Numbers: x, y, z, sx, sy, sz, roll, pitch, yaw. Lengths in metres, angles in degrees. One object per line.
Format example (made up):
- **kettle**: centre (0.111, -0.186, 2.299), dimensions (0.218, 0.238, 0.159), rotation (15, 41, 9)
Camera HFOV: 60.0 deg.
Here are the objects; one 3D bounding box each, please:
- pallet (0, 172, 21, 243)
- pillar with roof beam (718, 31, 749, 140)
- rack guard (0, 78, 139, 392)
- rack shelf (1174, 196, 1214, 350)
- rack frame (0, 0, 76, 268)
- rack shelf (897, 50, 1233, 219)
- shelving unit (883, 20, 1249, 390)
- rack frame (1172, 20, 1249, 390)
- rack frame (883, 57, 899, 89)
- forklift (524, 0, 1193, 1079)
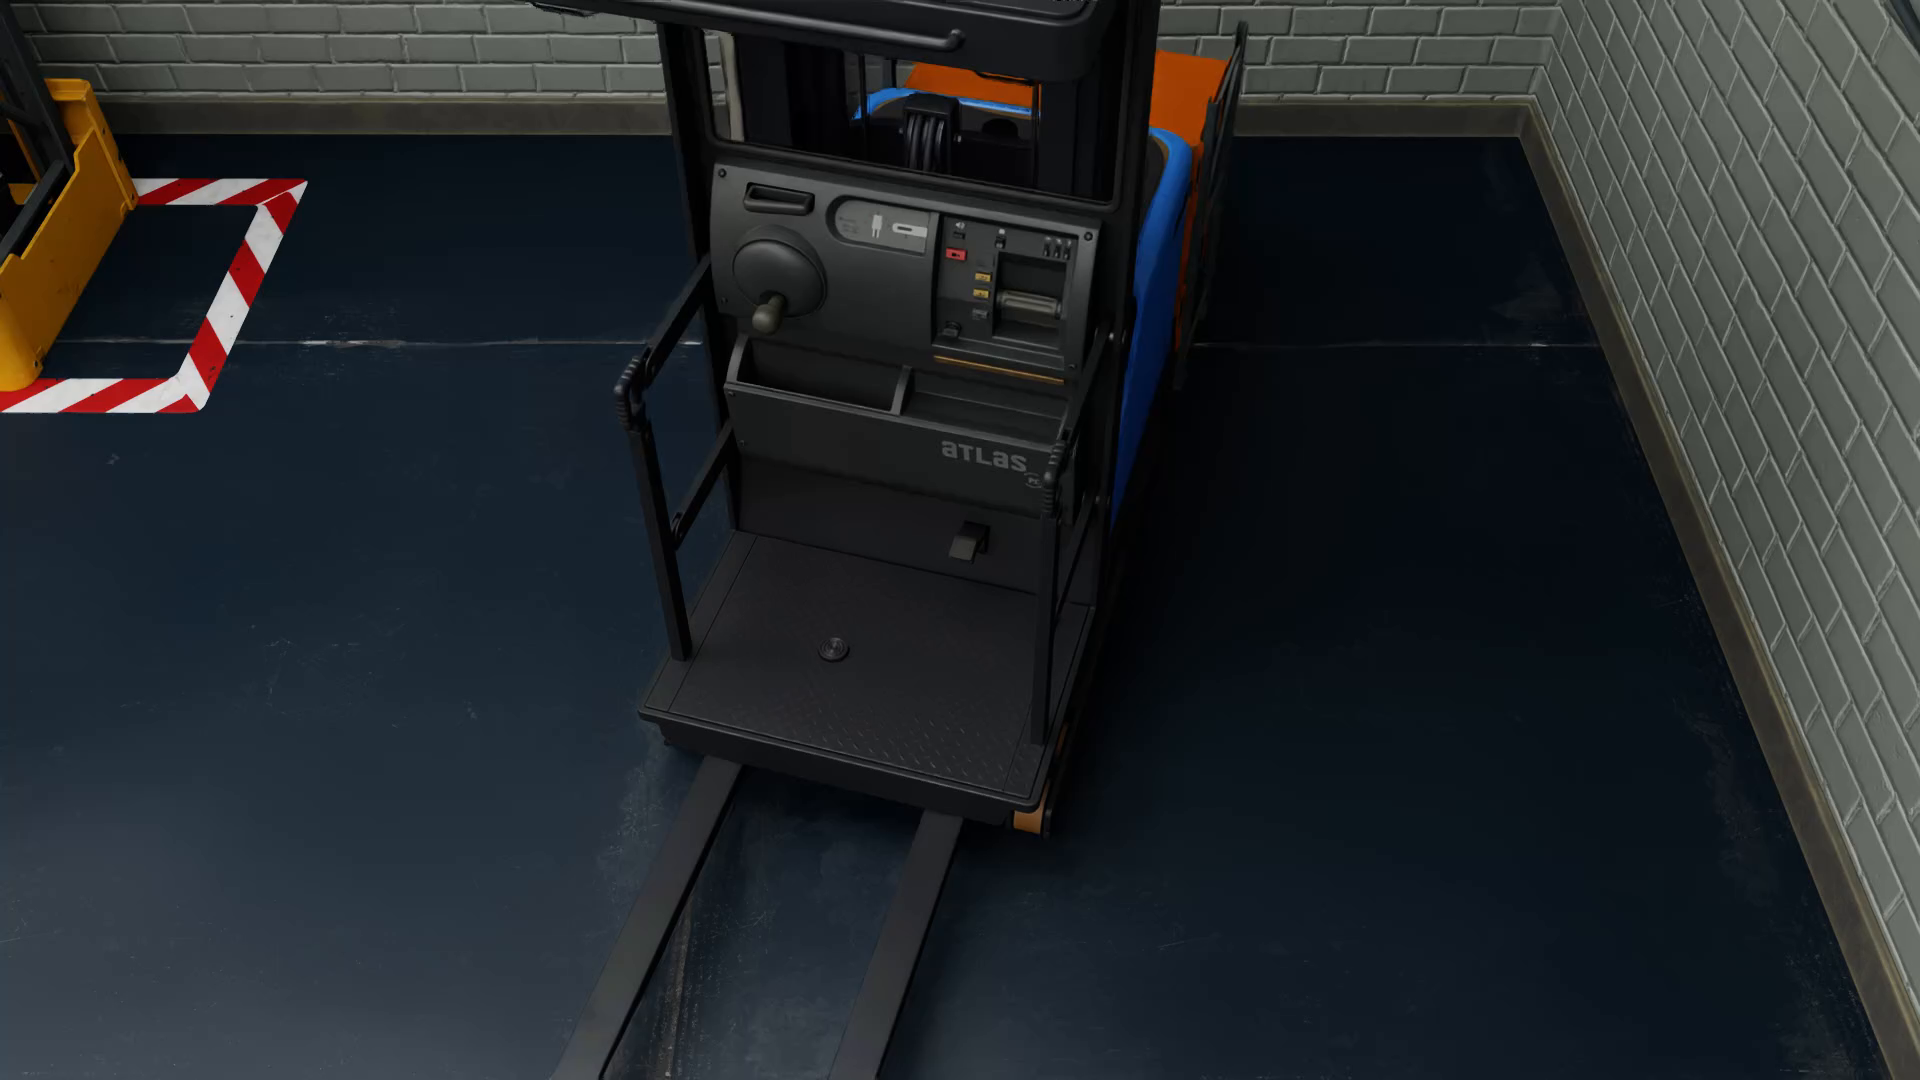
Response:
- **pallet**: centre (-4.198, -0.956, 5.996), dimensions (1.213, 0.211, 1.003), rotation (0, 47, 0)
- **pillar with roof beam**: centre (-0.711, -1.480, 0.480), dimensions (0.400, 9.000, 9.100), rotation (0, 47, 0)
- **rack guard**: centre (-3.374, -1.110, 5.941), dimensions (0.348, 0.500, 1.175), rotation (0, 47, 0)
- **rack shelf**: centre (0.335, -1.022, 5.767), dimensions (1.000, 0.278, 0.538), rotation (13, 48, 12)
- **rack frame**: centre (-3.398, -1.962, 5.027), dimensions (0.127, 3.000, 1.000), rotation (0, 47, 0)
- **rack shelf**: centre (0.335, -1.389, 5.374), dimensions (1.000, 0.278, 0.538), rotation (13, 48, 12)
- **shelving unit**: centre (0.335, -1.189, 5.588), dimensions (1.048, 1.125, 0.538), rotation (13, 48, 12)
- **rack frame**: centre (0.820, -1.078, 5.485), dimensions (0.032, 1.125, 0.500), rotation (13, 48, 12)
- **rack frame**: centre (-0.150, -1.300, 5.691), dimensions (0.032, 1.125, 0.500), rotation (13, 48, 12)
- **forklift**: centre (-0.199, -0.534, 3.745), dimensions (1.130, 2.935, 3.031), rotation (12, 48, 11)
